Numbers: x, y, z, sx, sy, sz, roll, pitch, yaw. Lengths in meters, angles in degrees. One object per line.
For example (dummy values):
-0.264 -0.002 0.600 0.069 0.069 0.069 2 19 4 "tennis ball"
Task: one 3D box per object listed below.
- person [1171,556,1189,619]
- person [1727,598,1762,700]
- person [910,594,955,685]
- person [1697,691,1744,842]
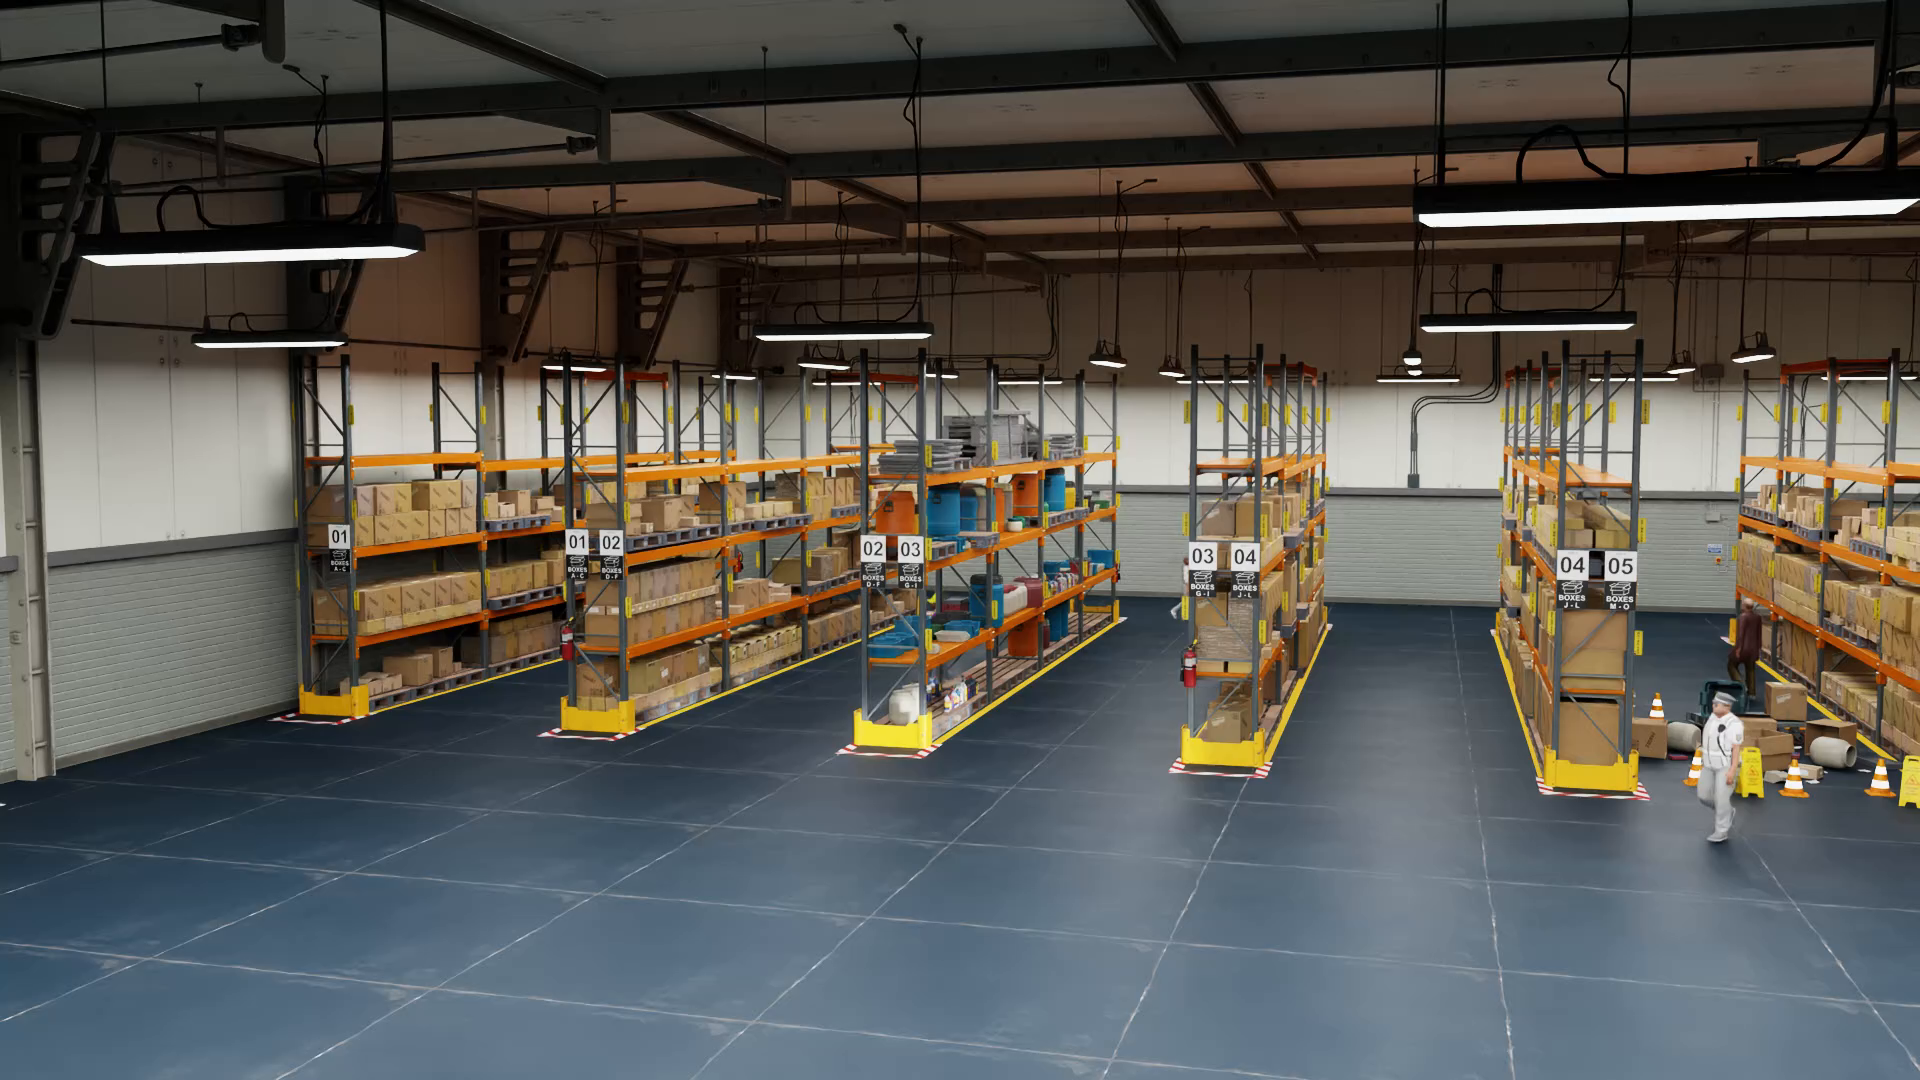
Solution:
5.481 1.177 40.341 0.707 1.579 0.457 1 4 14 "person"
13.866 1.918 29.299 0.610 1.789 0.485 -1 4 -13 "person"
-0.501 1.840 30.247 0.822 1.742 0.589 1 4 13 "person"
9.005 2.639 19.558 0.635 1.753 0.527 -2 5 -27 "person"
